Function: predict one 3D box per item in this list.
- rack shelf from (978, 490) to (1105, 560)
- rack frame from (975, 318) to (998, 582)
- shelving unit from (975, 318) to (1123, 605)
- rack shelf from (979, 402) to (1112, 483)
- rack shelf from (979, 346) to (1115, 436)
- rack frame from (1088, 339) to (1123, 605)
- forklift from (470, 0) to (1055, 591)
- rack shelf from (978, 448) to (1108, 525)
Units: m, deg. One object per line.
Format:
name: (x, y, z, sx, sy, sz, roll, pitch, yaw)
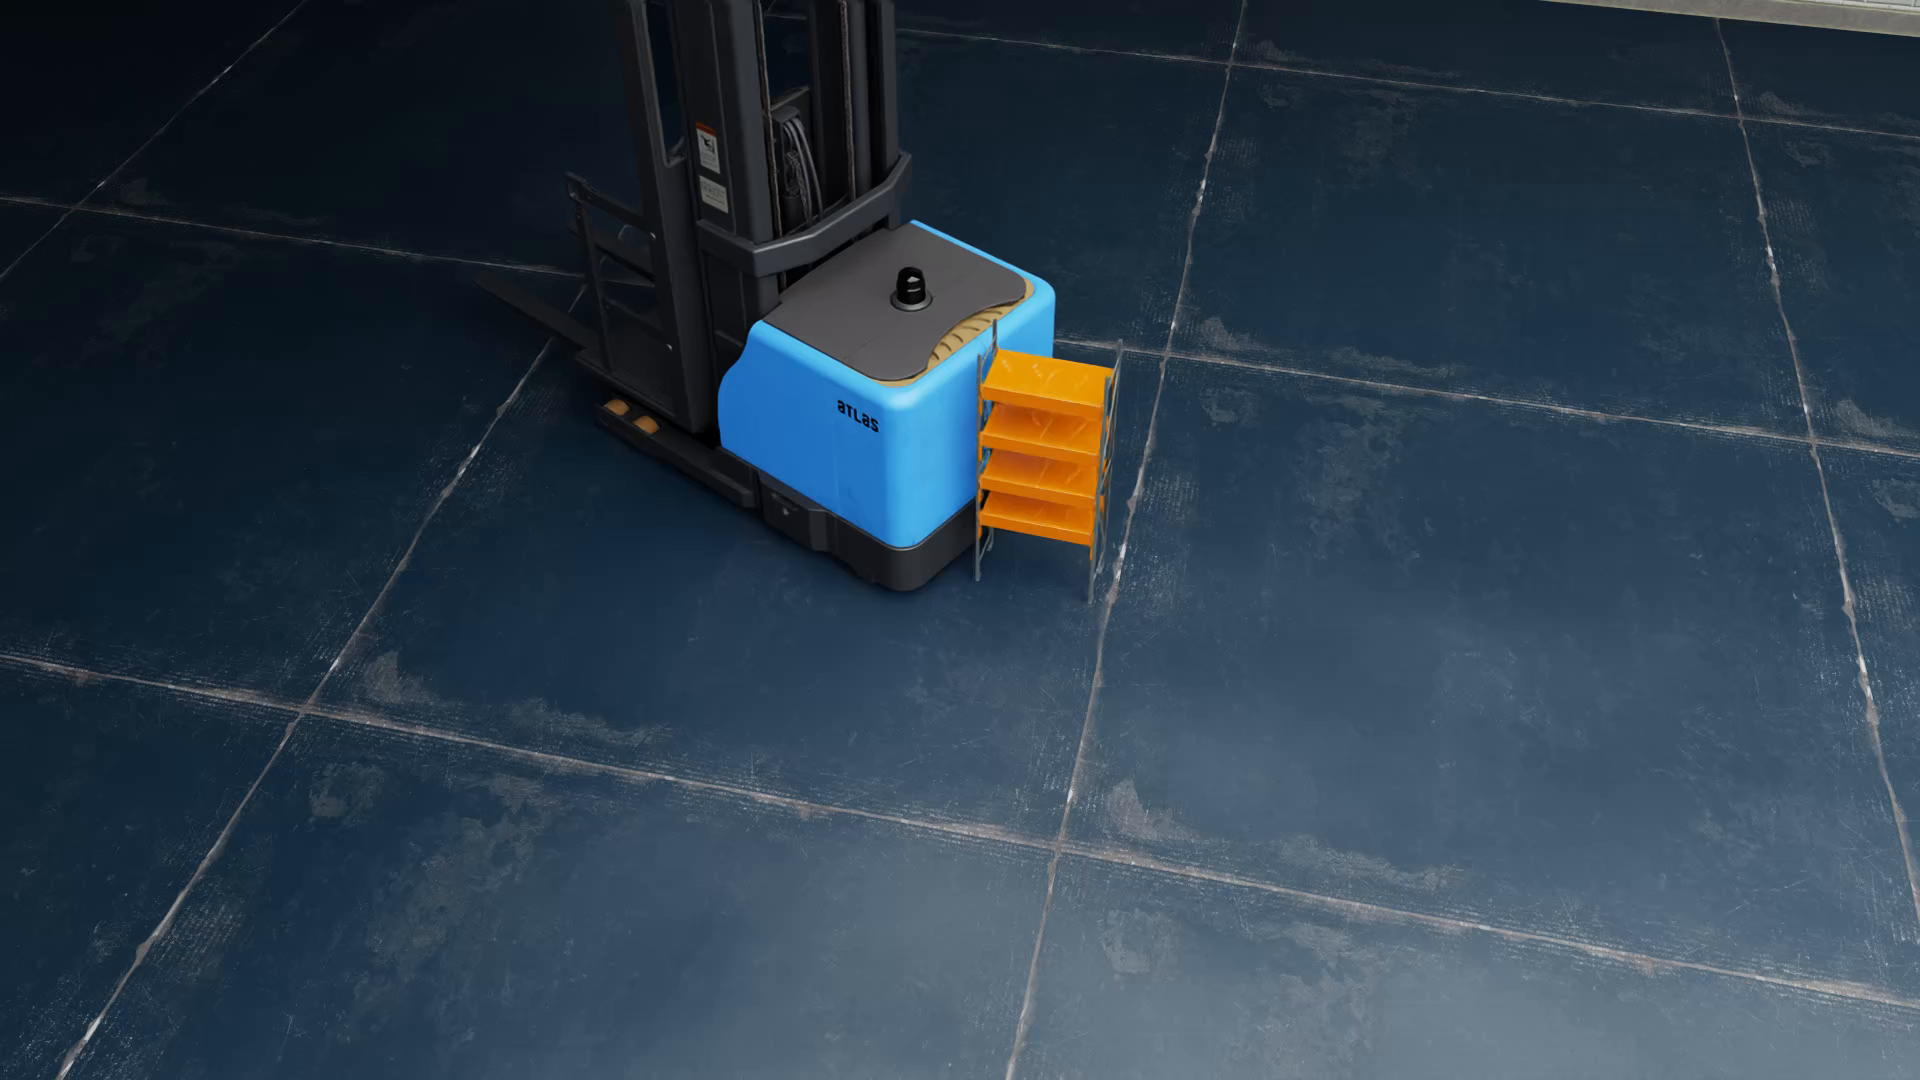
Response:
rack shelf: (0.338, -0.099, 6.831, 0.480, 0.148, 0.258, 11, 45, 11)
rack frame: (0.104, -0.337, 6.695, 0.015, 1.200, 0.240, 11, 45, 11)
shelving unit: (0.338, -0.290, 6.646, 0.503, 1.200, 0.258, 11, 45, 11)
rack shelf: (0.338, -0.403, 6.538, 0.480, 0.148, 0.258, 11, 45, 11)
rack shelf: (0.338, -0.573, 6.374, 0.480, 0.148, 0.258, 11, 45, 11)
rack frame: (0.573, -0.243, 6.598, 0.015, 1.200, 0.240, 11, 45, 11)
forklift: (-1.053, -1.711, 6.874, 3.031, 2.935, 1.130, 30, 51, 27)
rack shelf: (0.338, -0.242, 6.693, 0.480, 0.148, 0.258, 11, 45, 11)
